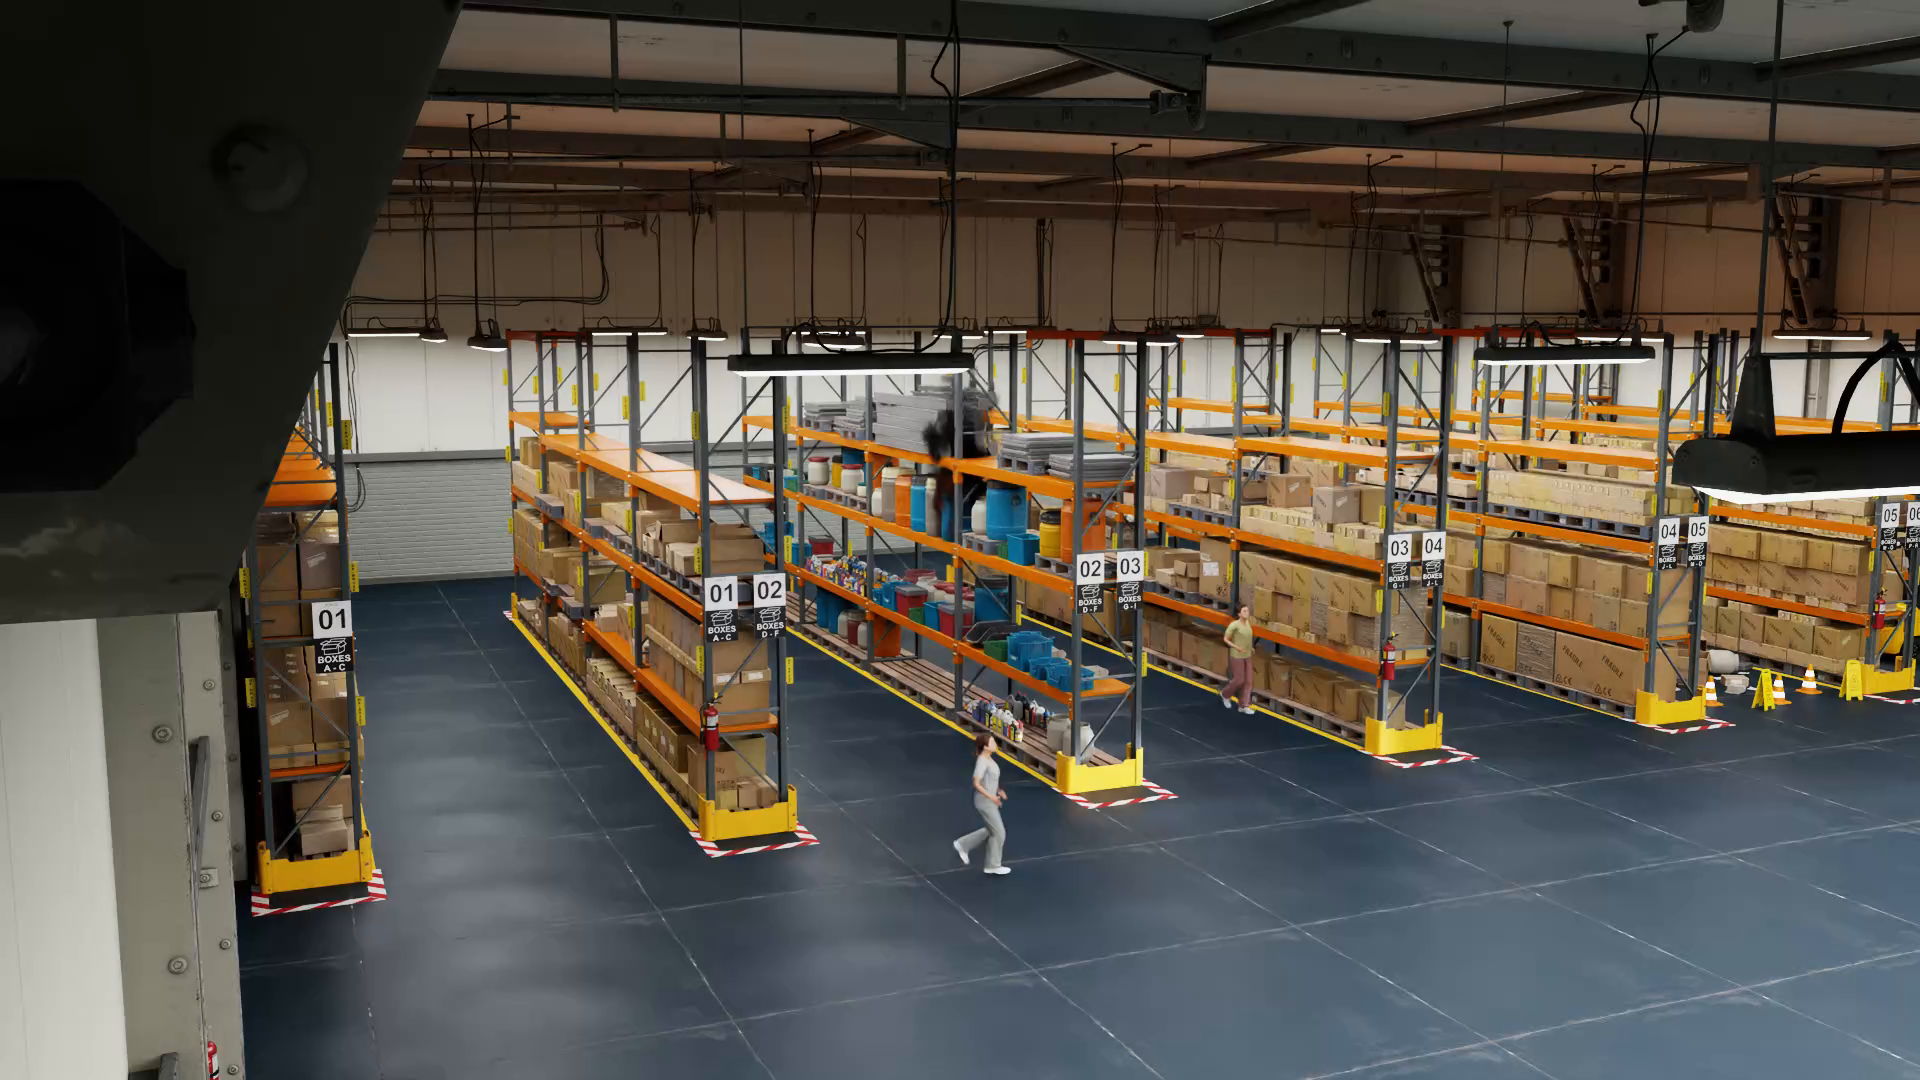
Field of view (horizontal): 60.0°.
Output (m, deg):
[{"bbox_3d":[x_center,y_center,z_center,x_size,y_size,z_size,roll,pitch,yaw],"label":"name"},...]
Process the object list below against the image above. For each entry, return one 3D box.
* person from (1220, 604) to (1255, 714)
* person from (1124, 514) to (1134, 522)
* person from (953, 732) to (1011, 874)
[{"bbox_3d":[4.269,1.784,25.313,0.577,1.654,0.687,-6,10,-36],"label":"person"},{"bbox_3d":[4.119,-0.148,41.530,0.827,1.702,0.662,-3,8,-22],"label":"person"},{"bbox_3d":[0.250,2.975,18.782,0.651,1.639,0.588,1,8,5],"label":"person"}]
